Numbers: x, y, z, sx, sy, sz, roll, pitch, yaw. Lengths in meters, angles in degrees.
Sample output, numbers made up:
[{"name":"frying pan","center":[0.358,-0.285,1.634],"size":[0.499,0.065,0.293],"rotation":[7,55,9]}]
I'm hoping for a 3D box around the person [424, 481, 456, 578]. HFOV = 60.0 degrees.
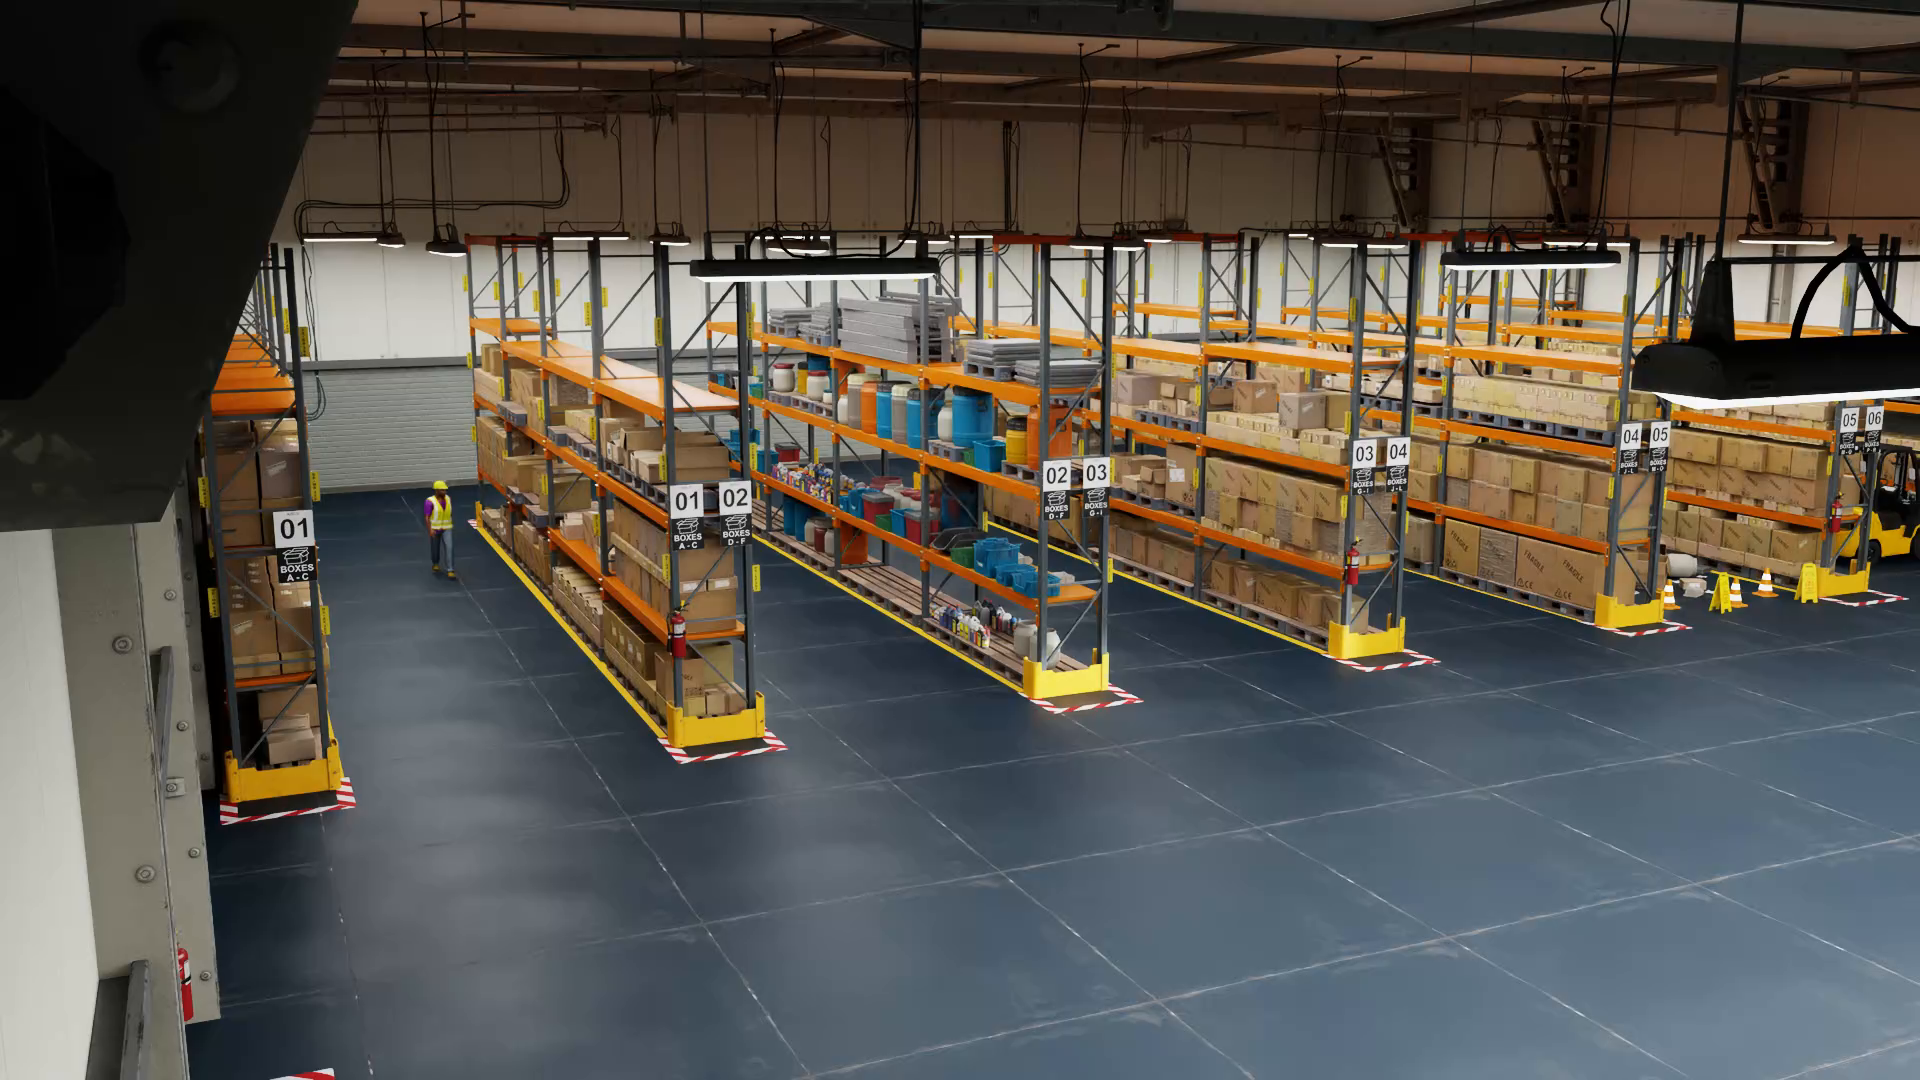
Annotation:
[{"name":"person","center":[-9.274,-0.197,29.632],"size":[0.520,1.721,1.042],"rotation":[-5,12,-23]}]
